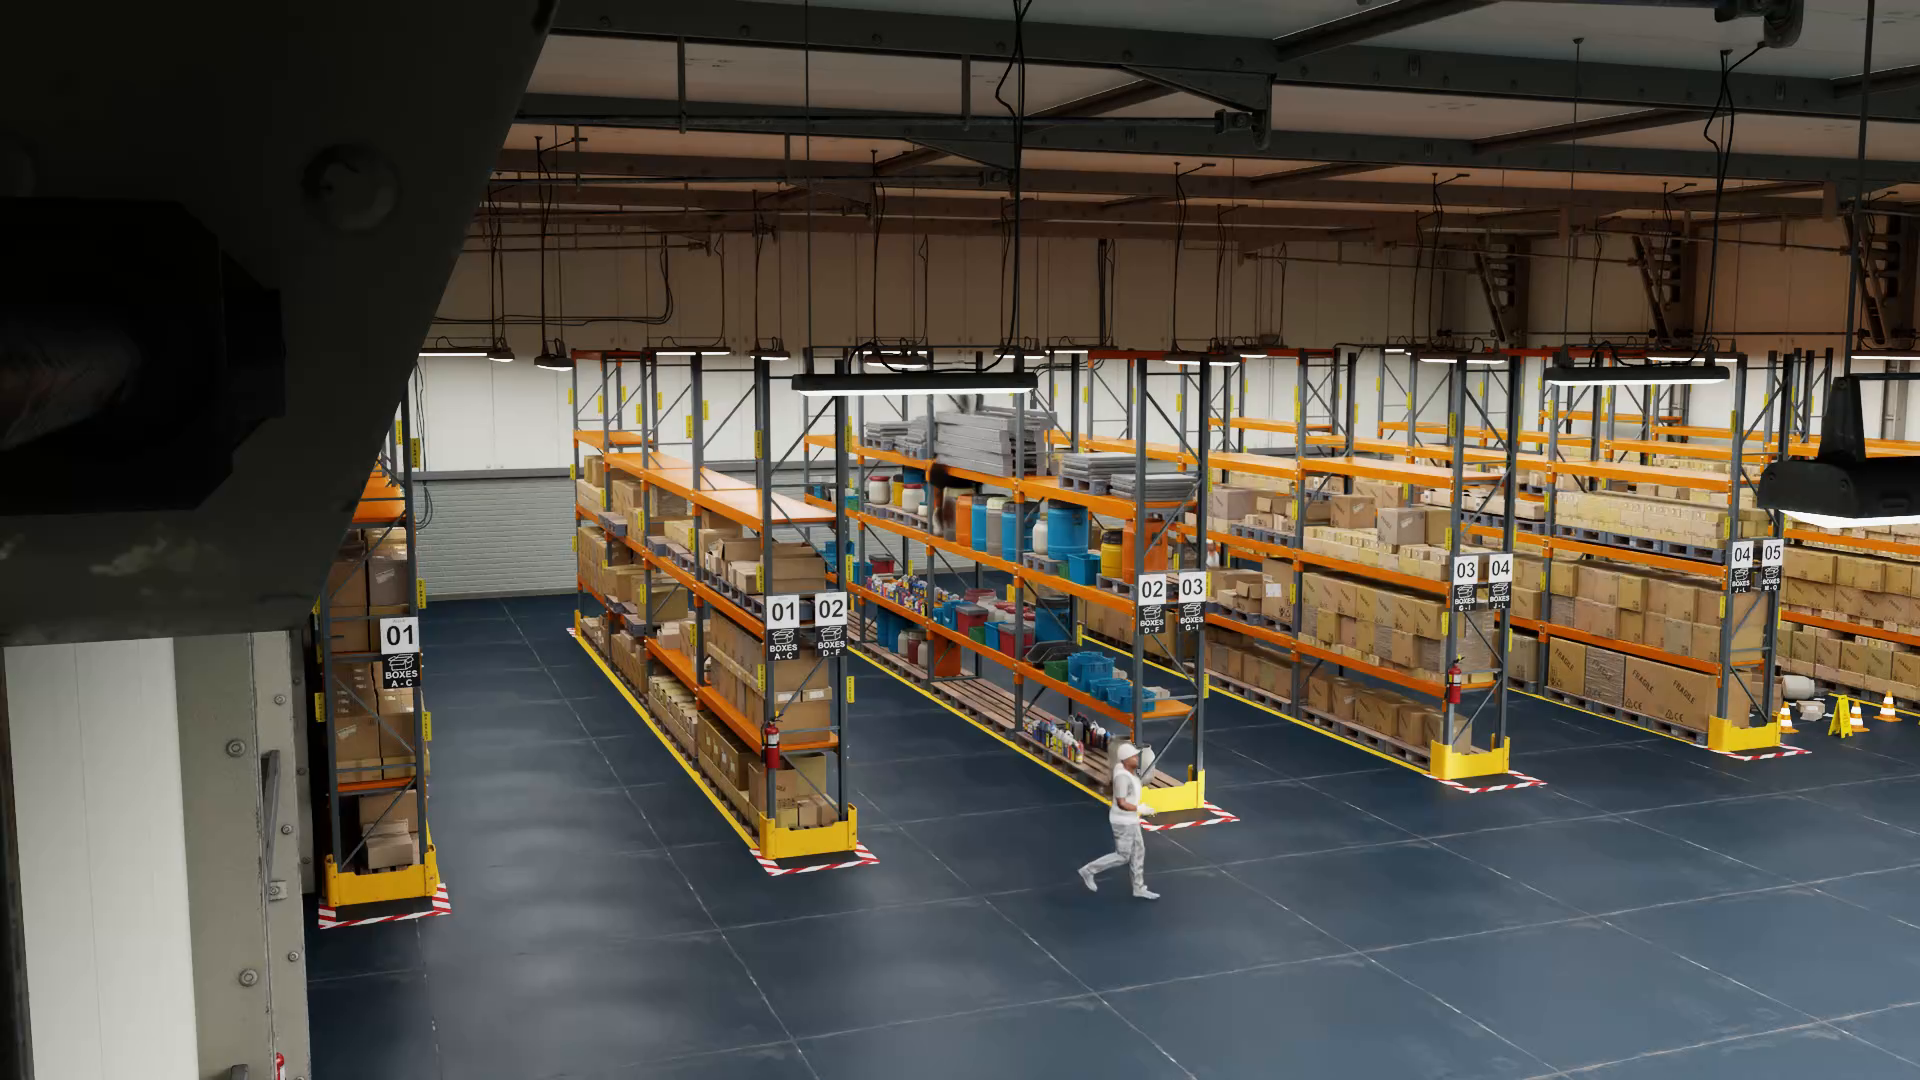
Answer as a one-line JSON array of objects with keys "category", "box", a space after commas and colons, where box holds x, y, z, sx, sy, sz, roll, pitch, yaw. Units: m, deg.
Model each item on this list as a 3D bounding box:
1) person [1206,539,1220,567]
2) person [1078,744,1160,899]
[{"category": "person", "box": [5.610, 0.843, 37.276, 0.667, 1.742, 0.602, -3, 8, -22]}, {"category": "person", "box": [1.796, 3.151, 18.647, 0.911, 1.779, 0.691, 1, 7, 7]}]
